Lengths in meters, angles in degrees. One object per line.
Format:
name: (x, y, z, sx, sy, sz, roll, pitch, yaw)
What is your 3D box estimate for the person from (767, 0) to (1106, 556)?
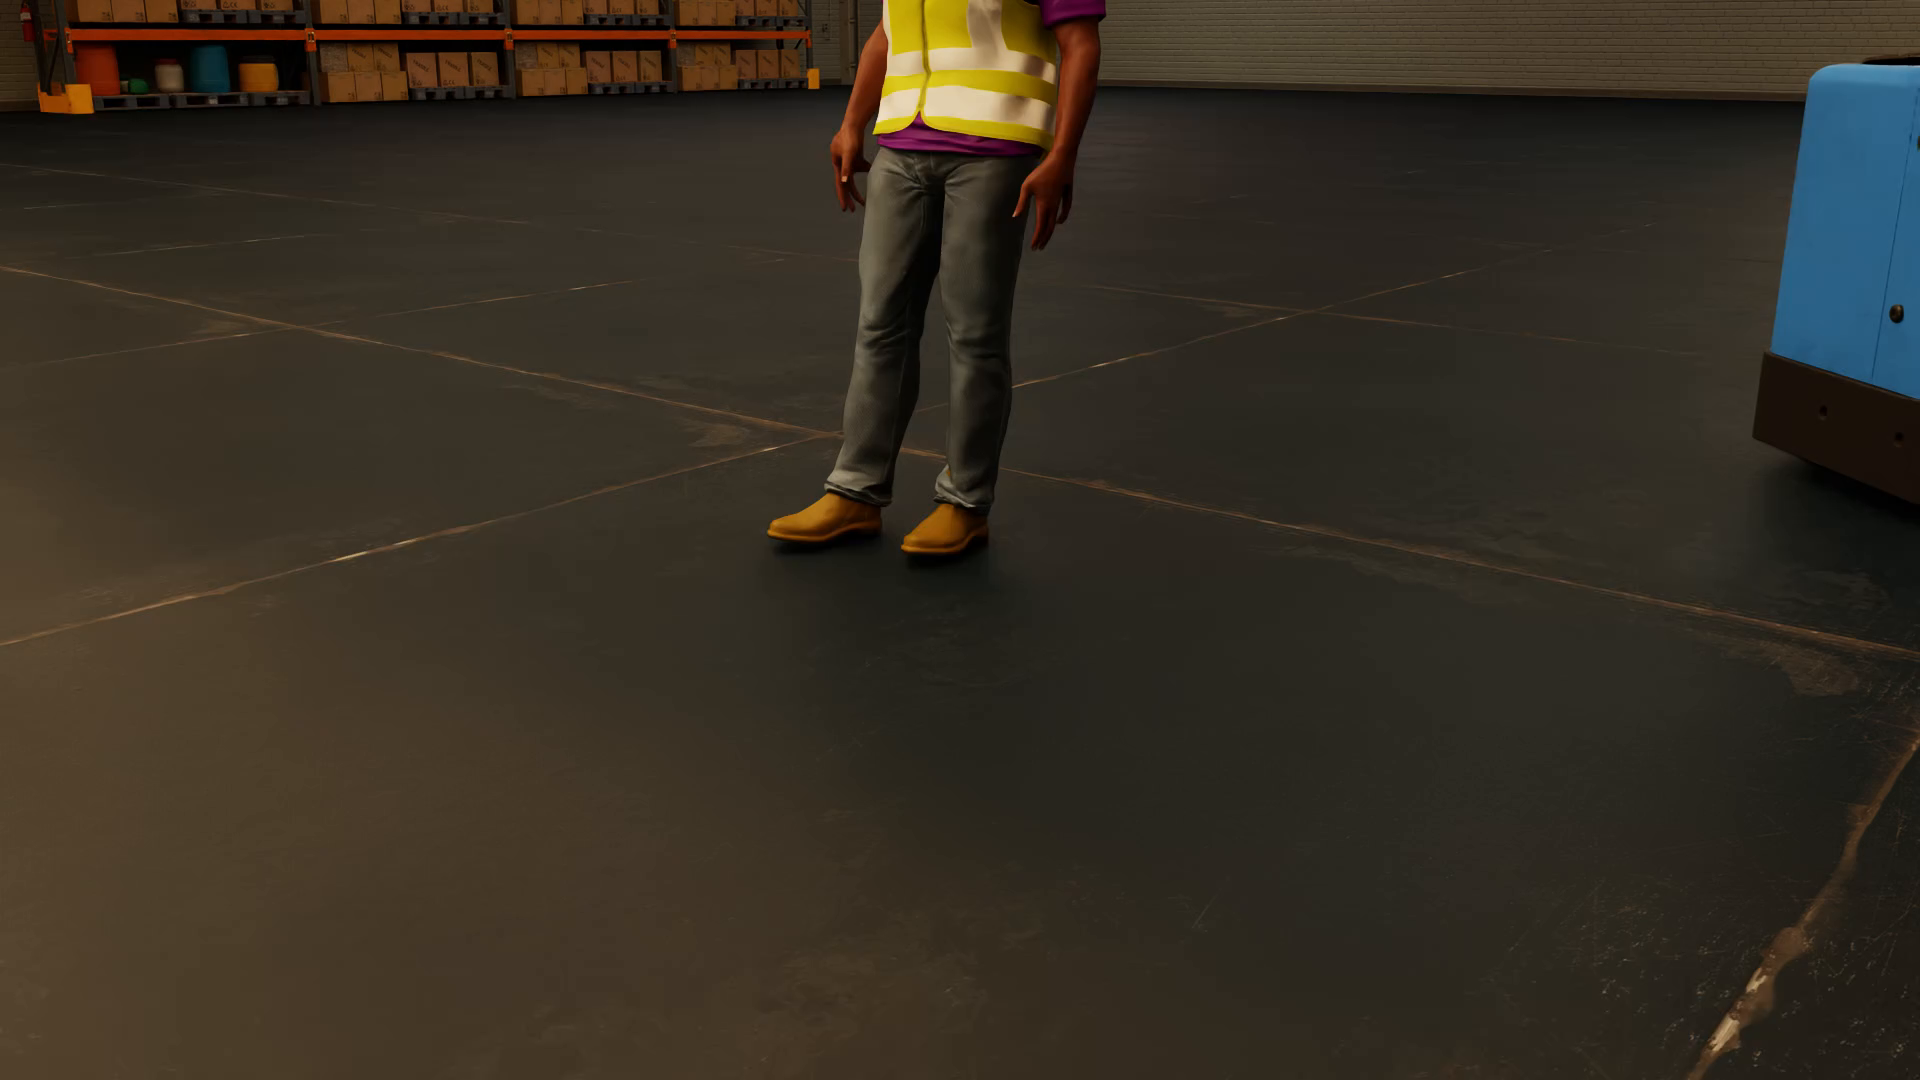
person: (-0.049, -0.837, 3.635, 0.665, 1.768, 0.575, 13, 21, 37)

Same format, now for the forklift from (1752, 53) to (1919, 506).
forklift: (3.760, -1.536, 3.957, 3.031, 2.935, 1.130, -2, 17, -6)
